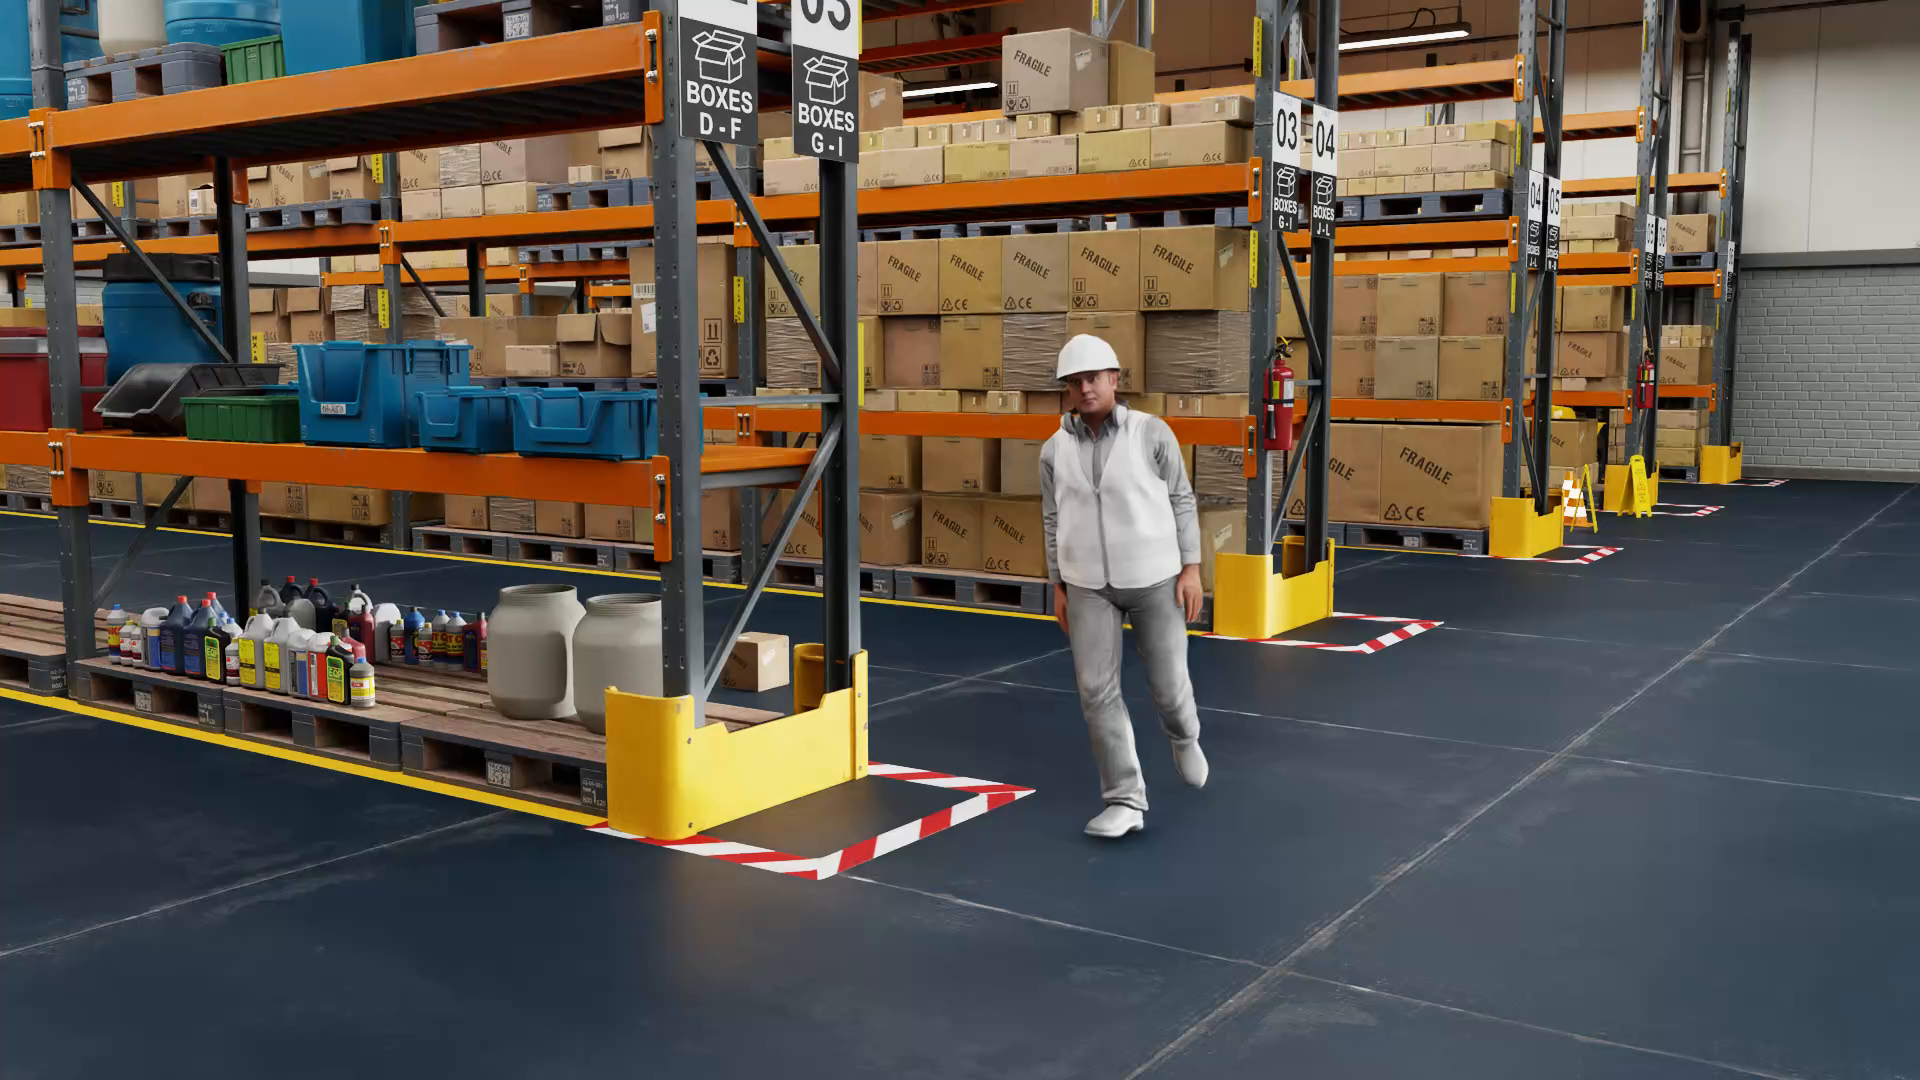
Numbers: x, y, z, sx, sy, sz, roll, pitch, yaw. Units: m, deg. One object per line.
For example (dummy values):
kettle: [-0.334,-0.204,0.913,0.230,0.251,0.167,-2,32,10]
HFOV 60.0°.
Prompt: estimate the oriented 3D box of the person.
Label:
person: [0.585,0.134,5.986,0.596,1.738,0.849,3,7,22]
